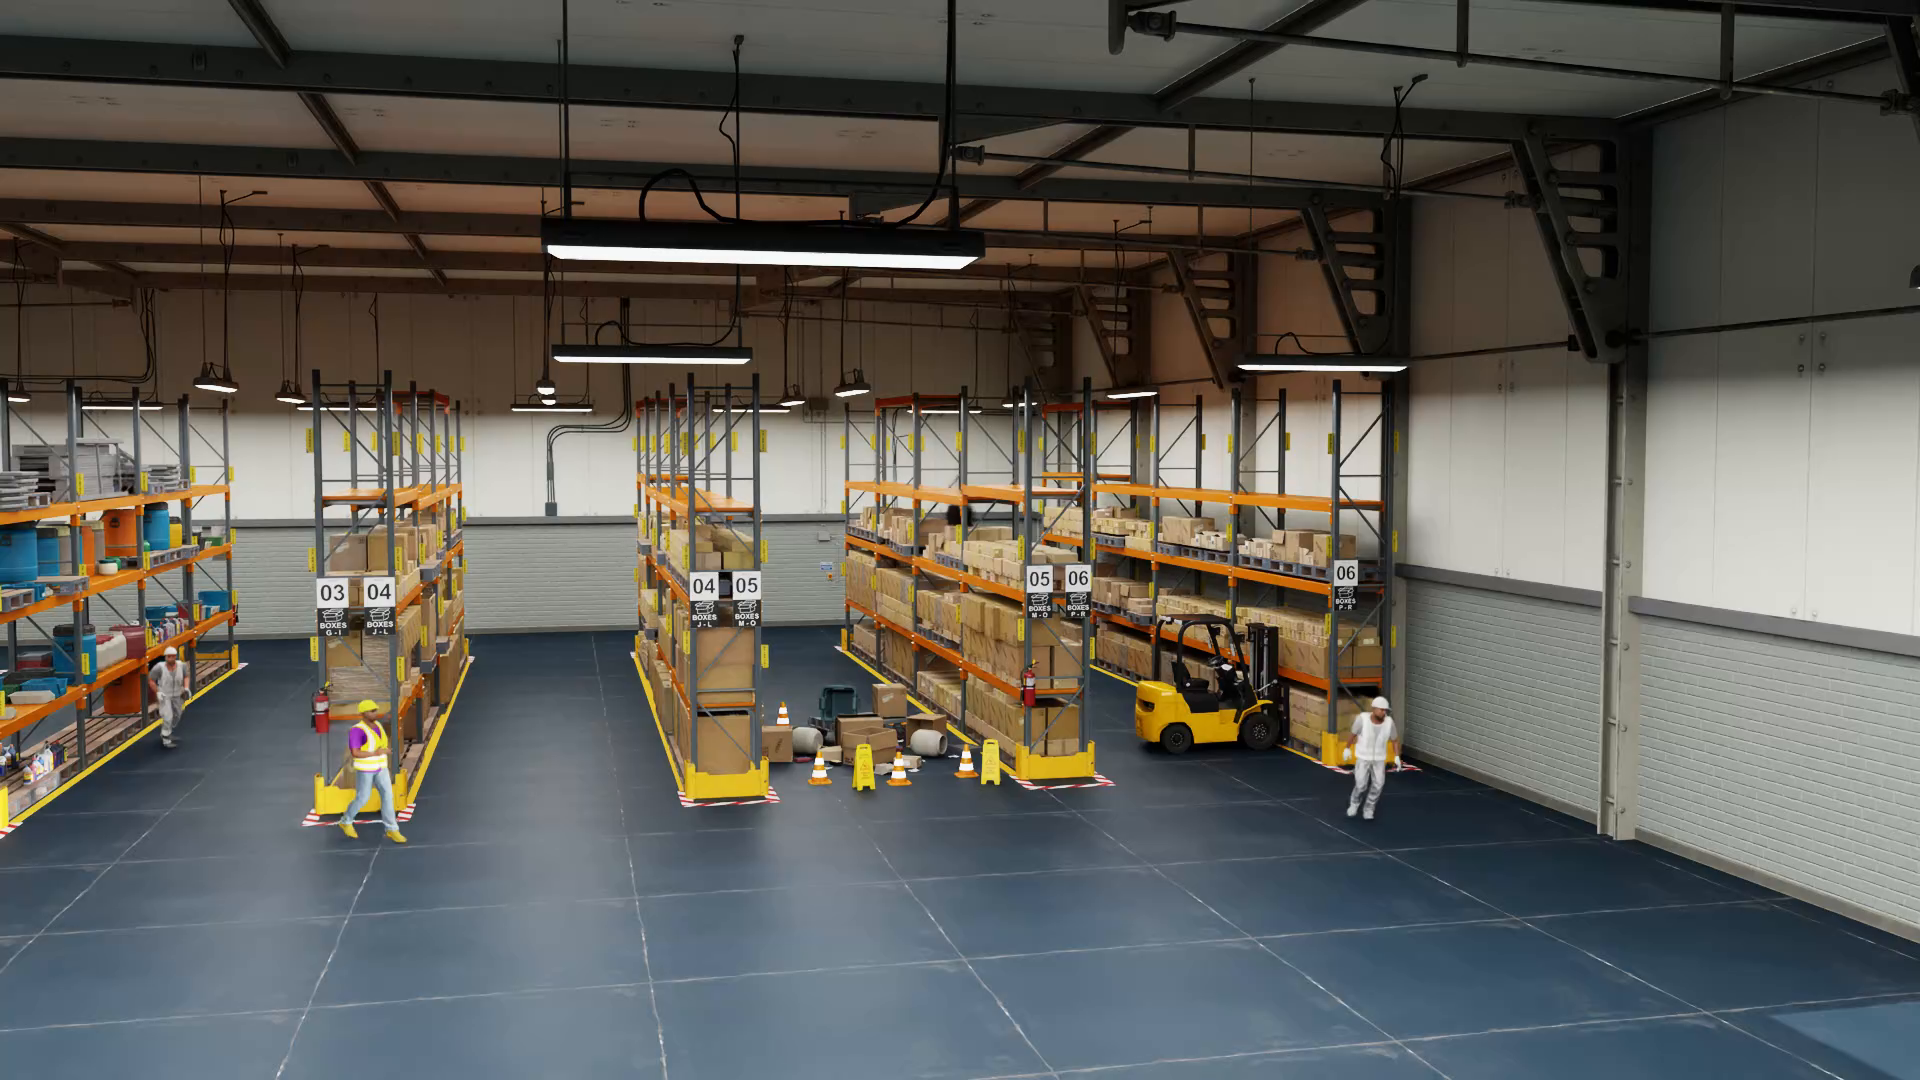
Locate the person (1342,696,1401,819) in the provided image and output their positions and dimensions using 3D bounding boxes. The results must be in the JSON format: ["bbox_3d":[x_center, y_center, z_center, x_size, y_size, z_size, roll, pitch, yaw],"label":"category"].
[{"bbox_3d":[5.429,2.872,21.899,0.674,1.678,0.637,0,3,-1],"label":"person"}]

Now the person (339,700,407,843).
[{"bbox_3d":[-7.389,2.888,20.836,0.935,1.786,0.679,2,4,26],"label":"person"}]

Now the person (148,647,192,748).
[{"bbox_3d":[-13.059,2.577,27.412,0.846,1.695,0.643,2,4,37],"label":"person"}]
